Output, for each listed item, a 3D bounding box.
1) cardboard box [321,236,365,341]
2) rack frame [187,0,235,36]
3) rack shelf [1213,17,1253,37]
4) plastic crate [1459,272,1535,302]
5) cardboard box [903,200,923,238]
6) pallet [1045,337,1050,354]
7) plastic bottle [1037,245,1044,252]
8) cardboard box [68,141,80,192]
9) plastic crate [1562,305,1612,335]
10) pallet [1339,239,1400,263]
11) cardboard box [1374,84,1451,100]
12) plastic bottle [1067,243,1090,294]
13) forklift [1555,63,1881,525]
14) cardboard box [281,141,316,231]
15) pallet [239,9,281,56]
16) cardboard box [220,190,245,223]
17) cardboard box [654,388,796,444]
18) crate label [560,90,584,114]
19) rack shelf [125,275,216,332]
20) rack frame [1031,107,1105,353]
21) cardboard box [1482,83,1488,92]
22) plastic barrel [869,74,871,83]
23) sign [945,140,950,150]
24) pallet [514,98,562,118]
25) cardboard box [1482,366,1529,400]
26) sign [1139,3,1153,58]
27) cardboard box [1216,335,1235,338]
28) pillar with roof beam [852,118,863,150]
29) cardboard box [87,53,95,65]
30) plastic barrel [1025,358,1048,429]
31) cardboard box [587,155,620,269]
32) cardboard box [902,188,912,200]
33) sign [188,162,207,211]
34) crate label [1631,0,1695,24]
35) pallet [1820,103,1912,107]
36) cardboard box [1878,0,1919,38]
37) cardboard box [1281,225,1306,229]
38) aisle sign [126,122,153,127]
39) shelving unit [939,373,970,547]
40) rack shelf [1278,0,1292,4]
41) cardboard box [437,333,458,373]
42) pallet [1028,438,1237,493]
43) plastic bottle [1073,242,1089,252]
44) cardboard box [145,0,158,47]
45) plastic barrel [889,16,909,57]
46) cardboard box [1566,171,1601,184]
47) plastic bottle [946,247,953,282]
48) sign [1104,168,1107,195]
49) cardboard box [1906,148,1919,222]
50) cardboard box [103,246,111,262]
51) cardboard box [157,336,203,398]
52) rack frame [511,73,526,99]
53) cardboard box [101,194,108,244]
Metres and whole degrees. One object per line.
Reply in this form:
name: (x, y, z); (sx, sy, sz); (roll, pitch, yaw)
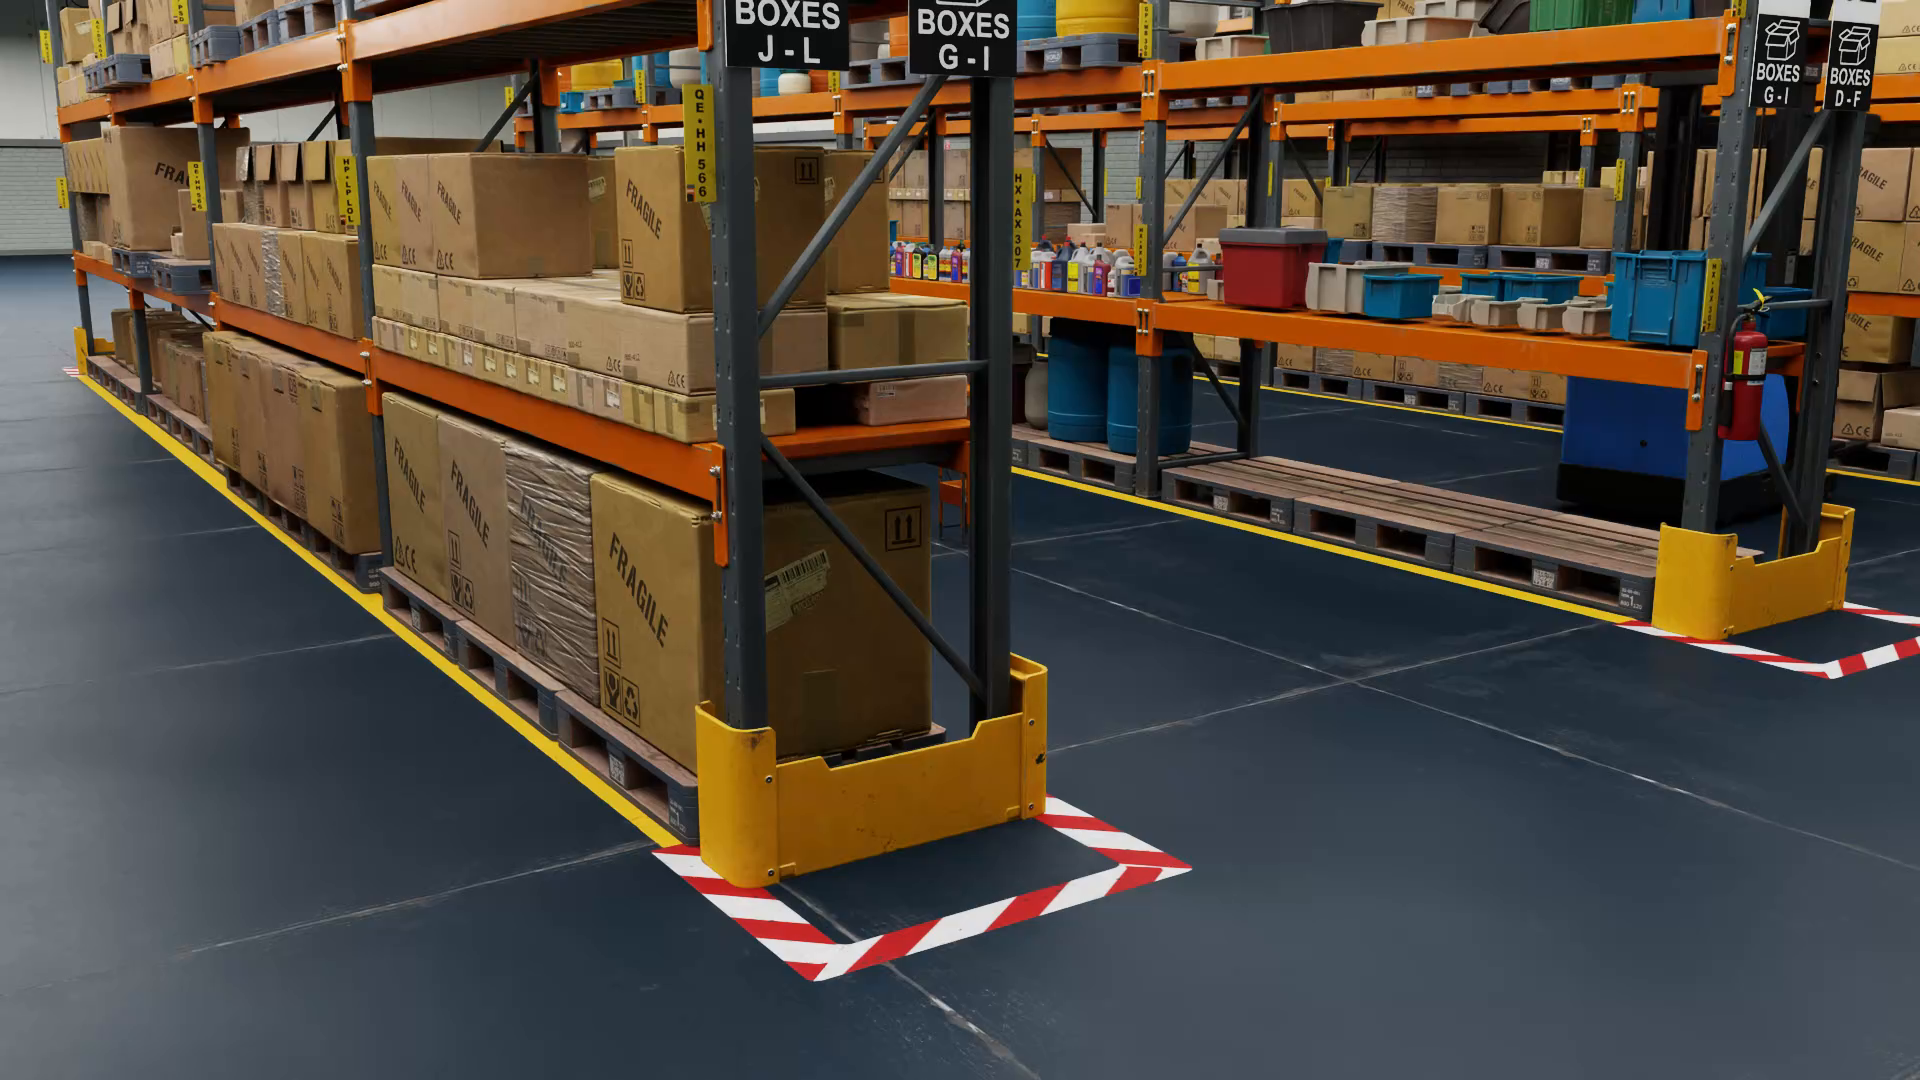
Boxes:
cardboard box: (-2.981, -1.319, 8.638); (0.500, 0.500, 0.500); (-8, 15, -33)
rack frame: (-4.710, -4.861, 11.028); (1.000, 3.000, 0.127); (-8, 15, -33)
rack shelf: (4.336, -7.334, 24.028); (1.077, 0.370, 4.000); (-8, 15, -33)
plastic crate: (3.087, -1.412, 9.549); (0.416, 0.233, 0.300); (-8, 15, -33)
cardboard box: (-0.351, -4.397, 22.712); (0.700, 0.500, 0.500); (-8, 14, -31)
pallet: (1.763, -2.325, 20.001); (1.003, 0.211, 1.213); (-8, 15, -33)
plastic bottle: (0.608, -2.185, 13.106); (0.061, 0.283, 0.133); (-8, 15, -33)
cardboard box: (-8.794, -3.816, 17.020); (0.500, 0.500, 0.500); (-8, 15, -33)
plastic crate: (3.243, -1.118, 8.431); (0.396, 0.136, 0.243); (-8, 15, -33)
pallet: (3.973, -2.897, 16.535); (1.213, 0.211, 1.003); (-8, 15, -33)
cardboard box: (4.379, -4.360, 15.522); (0.910, 0.500, 0.500); (-8, 15, -33)
plastic bottle: (0.847, -1.906, 11.672); (0.144, 0.351, 0.185); (-8, 15, -33)
forklift: (5.276, -1.766, 11.076); (3.031, 2.935, 1.130); (-11, 17, -42)
cardboard box: (-3.583, -2.103, 9.874); (0.797, 0.503, 0.637); (-8, 14, -31)
pallet: (-3.687, -2.997, 9.966); (1.003, 0.211, 1.213); (-7, 14, -30)
cardboard box: (-5.043, -2.276, 12.031); (0.500, 0.500, 0.500); (-10, 16, -40)
cardboard box: (-0.749, -0.409, 5.301); (0.380, 0.149, 0.250); (-8, 15, -32)
crate label: (-4.257, -4.960, 18.850); (0.502, 0.251, 0.408); (-8, 15, -33)
rack shelf: (-5.818, -1.935, 13.372); (1.077, 0.370, 4.000); (-8, 15, -33)
rack frame: (1.322, -3.814, 20.281); (1.000, 3.000, 0.127); (-8, 15, -33)
cardboard box: (6.364, -5.794, 21.098); (0.500, 0.500, 0.500); (-9, 15, -35)
plastic barrel: (-0.766, -3.944, 14.219); (0.294, 0.245, 0.294); (0, 12, 0)
sign: (-0.247, -7.747, 32.840); (0.001, 0.298, 0.199); (-8, 15, -33)
pallet: (-4.643, -5.154, 19.830); (1.003, 0.211, 1.213); (-8, 15, -33)
cardboard box: (4.976, -1.528, 14.647); (0.500, 0.500, 0.500); (-8, 15, -33)
sign: (1.170, -3.210, 10.479); (0.100, 0.325, 0.005); (-8, 15, -33)
cardboard box: (3.043, -2.302, 17.509); (0.500, 0.311, 0.500); (-8, 14, -31)
pillar with roof beam: (-5.897, -9.646, 32.905); (9.100, 9.000, 0.400); (-8, 15, -33)
cardboard box: (-7.805, -4.391, 15.317); (0.380, 0.149, 0.250); (-9, 15, -34)
plastic barrel: (0.711, -1.131, 12.853); (0.421, 0.512, 0.421); (0, 12, 0)
cardboard box: (-1.743, -1.518, 7.681); (0.500, 0.500, 0.500); (-8, 15, -32)
cardboard box: (-0.570, -4.705, 22.601); (0.380, 0.149, 0.250); (-8, 15, -33)
sign: (-5.157, -2.392, 11.252); (0.100, 0.325, 0.005); (-8, 15, -33)
crate label: (3.603, -2.689, 8.464); (0.408, 0.251, 0.502); (-8, 15, -33)
pallet: (9.328, -4.507, 16.878); (0.805, 0.209, 1.217); (-9, 15, -35)
cardboard box: (6.640, -3.644, 11.662); (0.500, 0.250, 0.500); (-8, 15, -33)
cardboard box: (3.373, -3.129, 17.357); (0.500, 0.311, 0.500); (-7, 14, -29)
aisle sign: (-8.927, -4.670, 18.110); (0.394, 0.787, 0.004); (-8, 15, -33)
shelving unit: (0.030, -0.503, 9.706); (0.215, 1.050, 0.252); (-8, 15, -33)
rack shelf: (4.647, -5.131, 14.880); (1.077, 0.370, 4.000); (-8, 15, -33)
cardboard box: (-2.026, -0.819, 7.174); (0.380, 0.149, 0.250); (-8, 15, -34)
pallet: (1.236, -0.585, 12.045); (1.003, 0.211, 1.213); (-8, 15, -33)
plastic bottle: (0.865, -1.956, 11.901); (0.144, 0.351, 0.185); (-8, 15, -33)
cardboard box: (-5.738, -3.924, 12.359); (0.500, 0.500, 0.500); (-8, 15, -32)
plastic barrel: (-0.275, -4.296, 13.475); (0.600, 0.830, 0.708); (-8, 15, -33)
cardboard box: (7.444, -4.328, 19.849); (0.380, 0.149, 0.250); (-11, 16, -40)
plastic bottle: (-0.063, -2.151, 12.976); (0.097, 0.271, 0.097); (0, 12, 0)
sign: (1.769, -4.407, 20.467); (0.100, 0.325, 0.005); (-8, 15, -33)
cardboard box: (6.924, -2.445, 11.447); (0.500, 0.500, 0.500); (-8, 14, -31)
cardboard box: (-8.109, -2.791, 16.192); (0.380, 0.149, 0.250); (-8, 15, -33)
cardboard box: (-6.604, -1.524, 14.631); (0.700, 0.500, 0.500); (-10, 16, -37)
rack frame: (-5.019, -6.870, 20.215); (1.000, 3.000, 0.127); (-8, 15, -33)
cardboard box: (-7.976, -3.187, 16.486); (0.875, 0.500, 0.500); (-8, 15, -33)
